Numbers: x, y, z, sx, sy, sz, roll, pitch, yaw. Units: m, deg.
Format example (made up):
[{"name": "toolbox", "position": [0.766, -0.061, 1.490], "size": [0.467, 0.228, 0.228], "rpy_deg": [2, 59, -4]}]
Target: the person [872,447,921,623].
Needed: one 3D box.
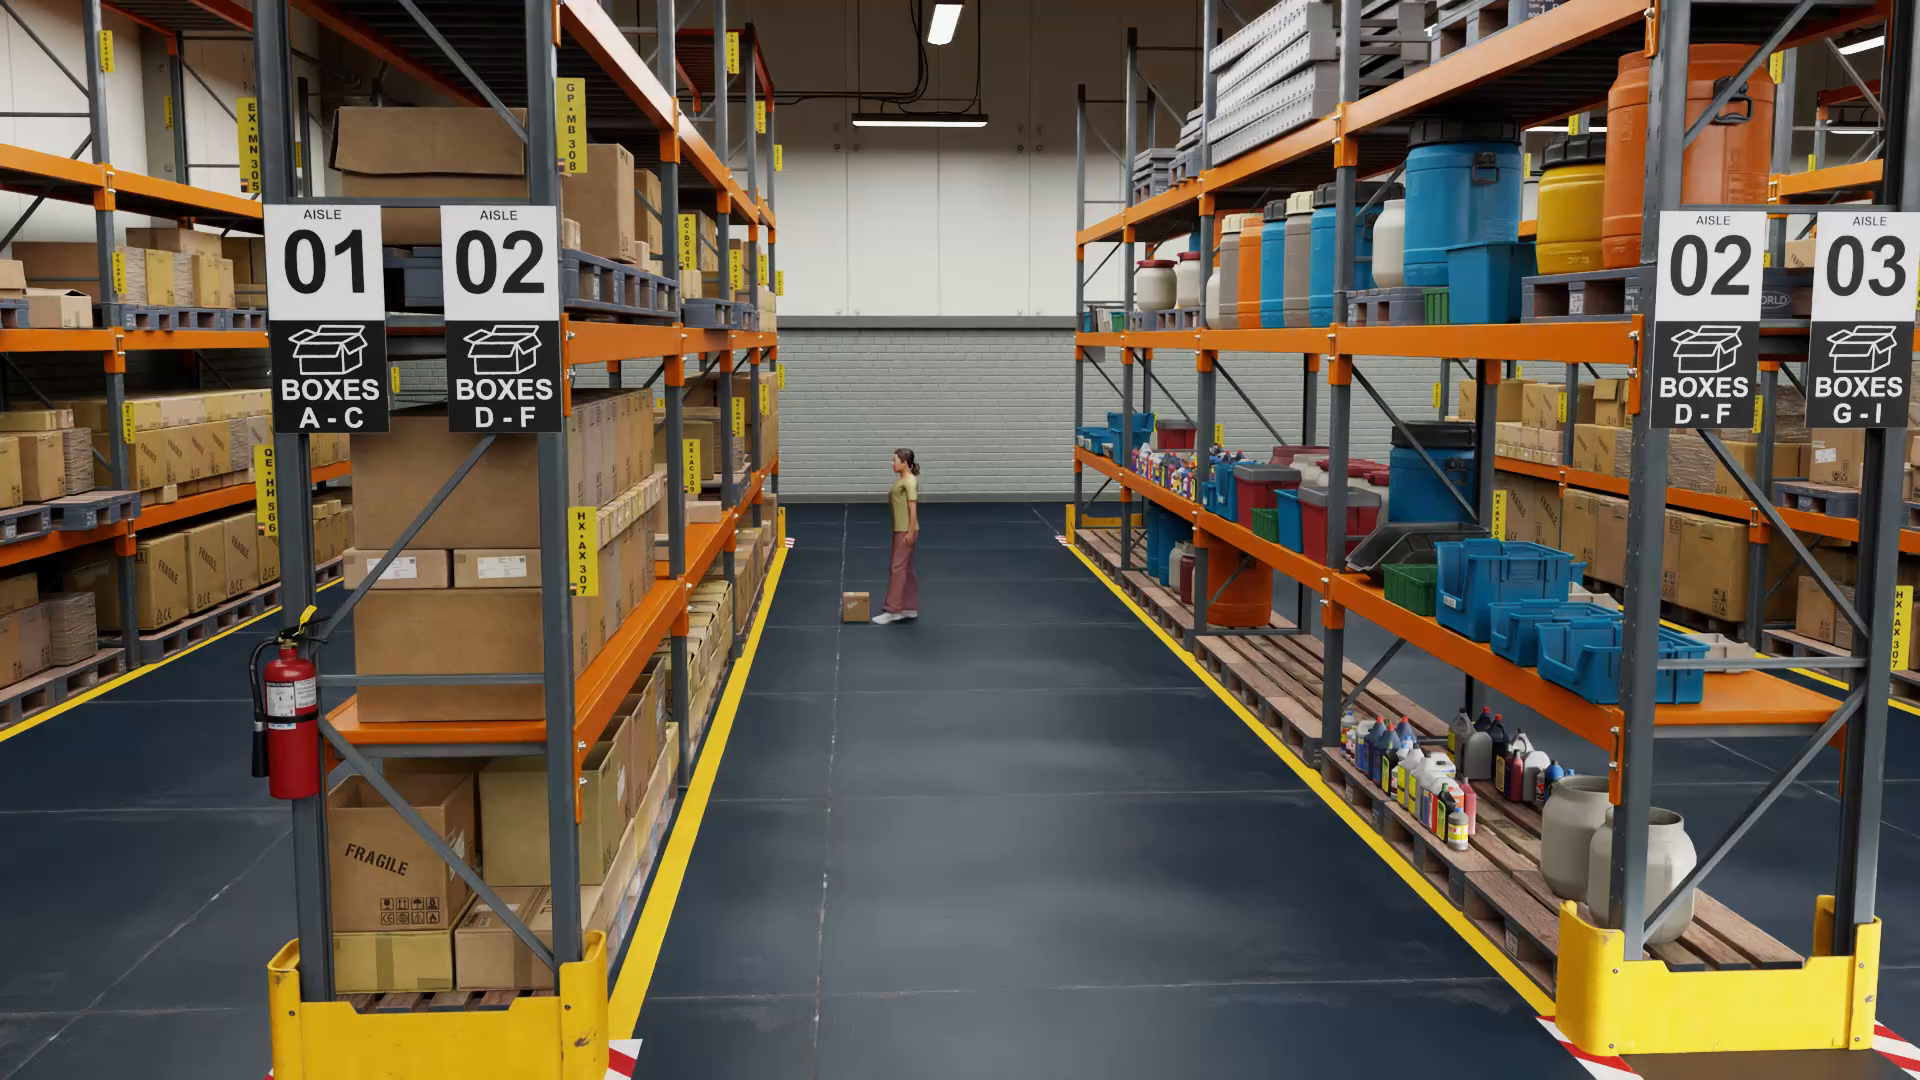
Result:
[{"name": "person", "position": [-0.628, -0.061, 16.186], "size": [0.528, 1.677, 0.471], "rpy_deg": [-1, 7, -11]}]
